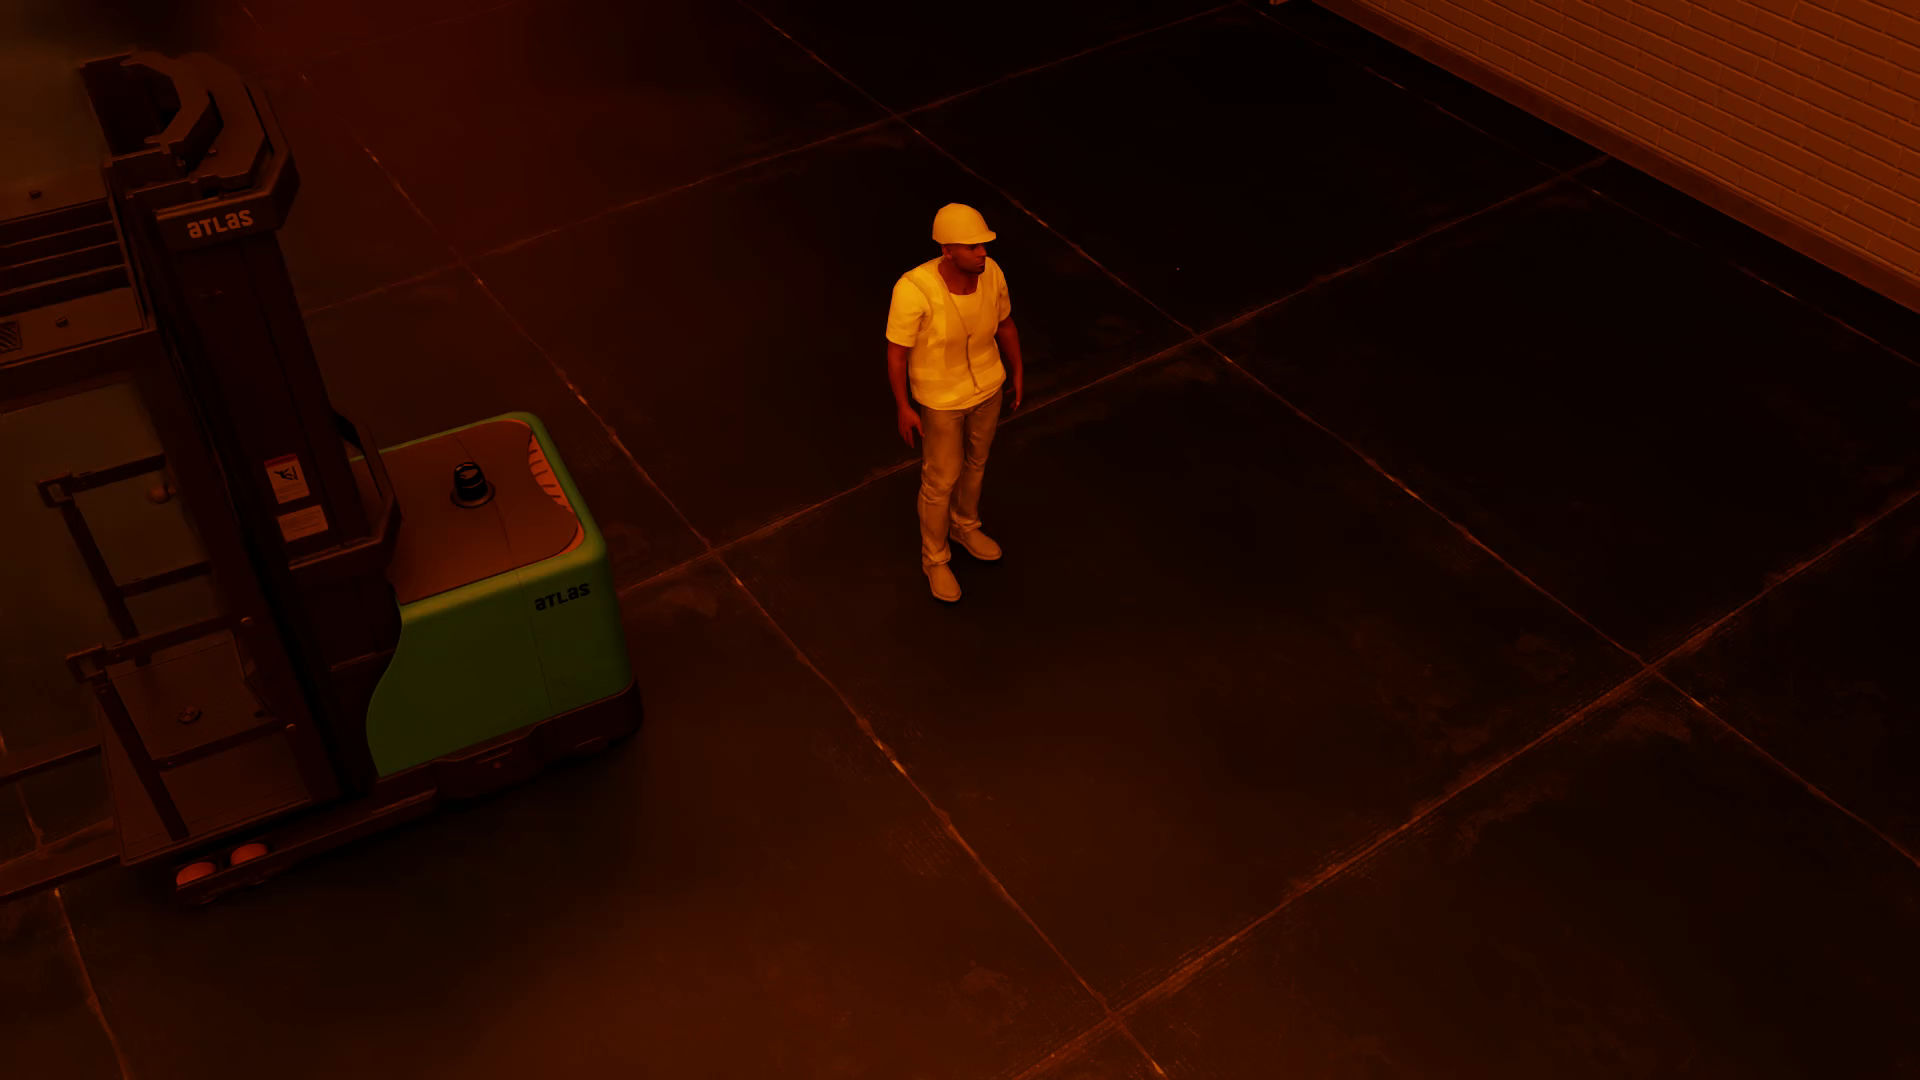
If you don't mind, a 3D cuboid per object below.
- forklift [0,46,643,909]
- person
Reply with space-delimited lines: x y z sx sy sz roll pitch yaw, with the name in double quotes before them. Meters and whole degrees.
"forklift" -2.878 -0.097 5.820 3.031 2.935 1.130 -19 46 -20
"person" 0.034 -0.614 7.230 0.665 1.765 0.577 -25 48 -25
